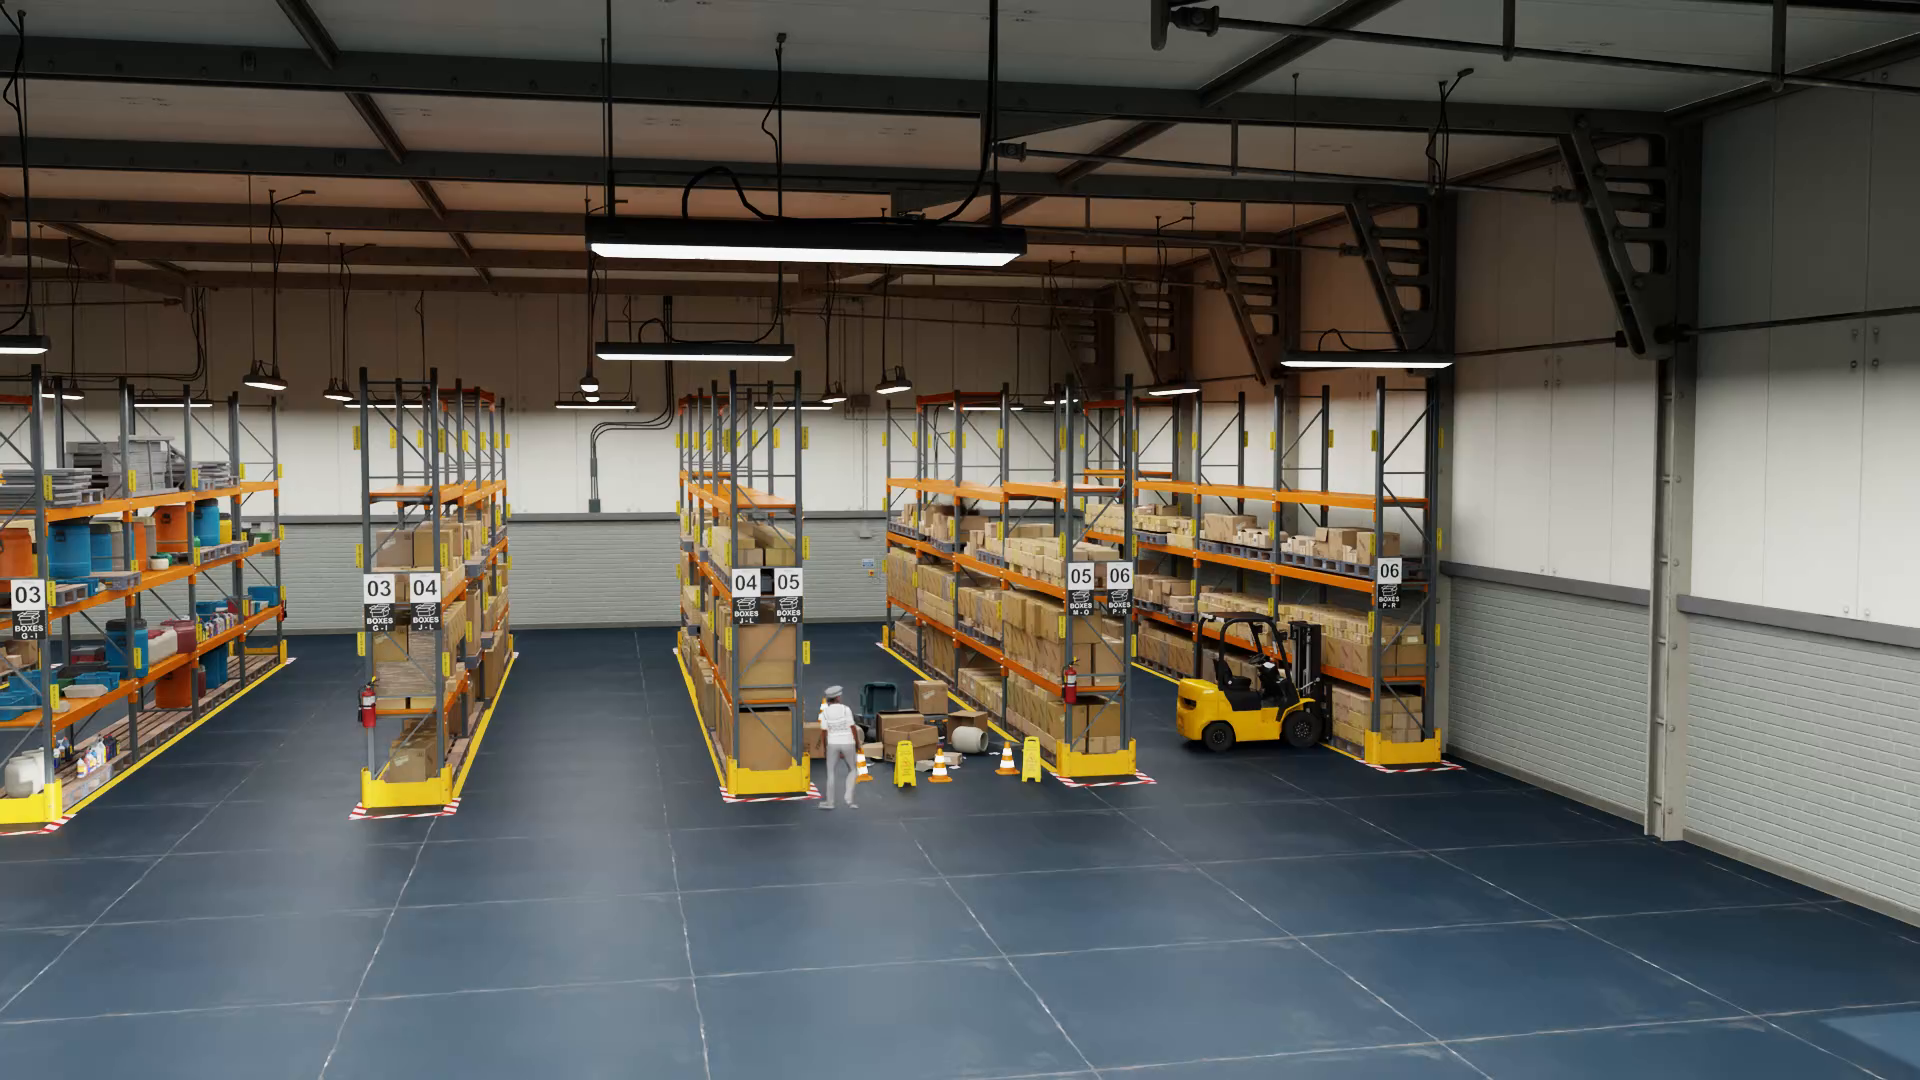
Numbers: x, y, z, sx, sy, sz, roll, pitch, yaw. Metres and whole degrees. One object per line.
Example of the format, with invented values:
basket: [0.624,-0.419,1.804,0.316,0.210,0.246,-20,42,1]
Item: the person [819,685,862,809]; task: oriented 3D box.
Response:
person: [-1.627,2.825,22.572,0.580,1.704,0.371,0,3,-1]
